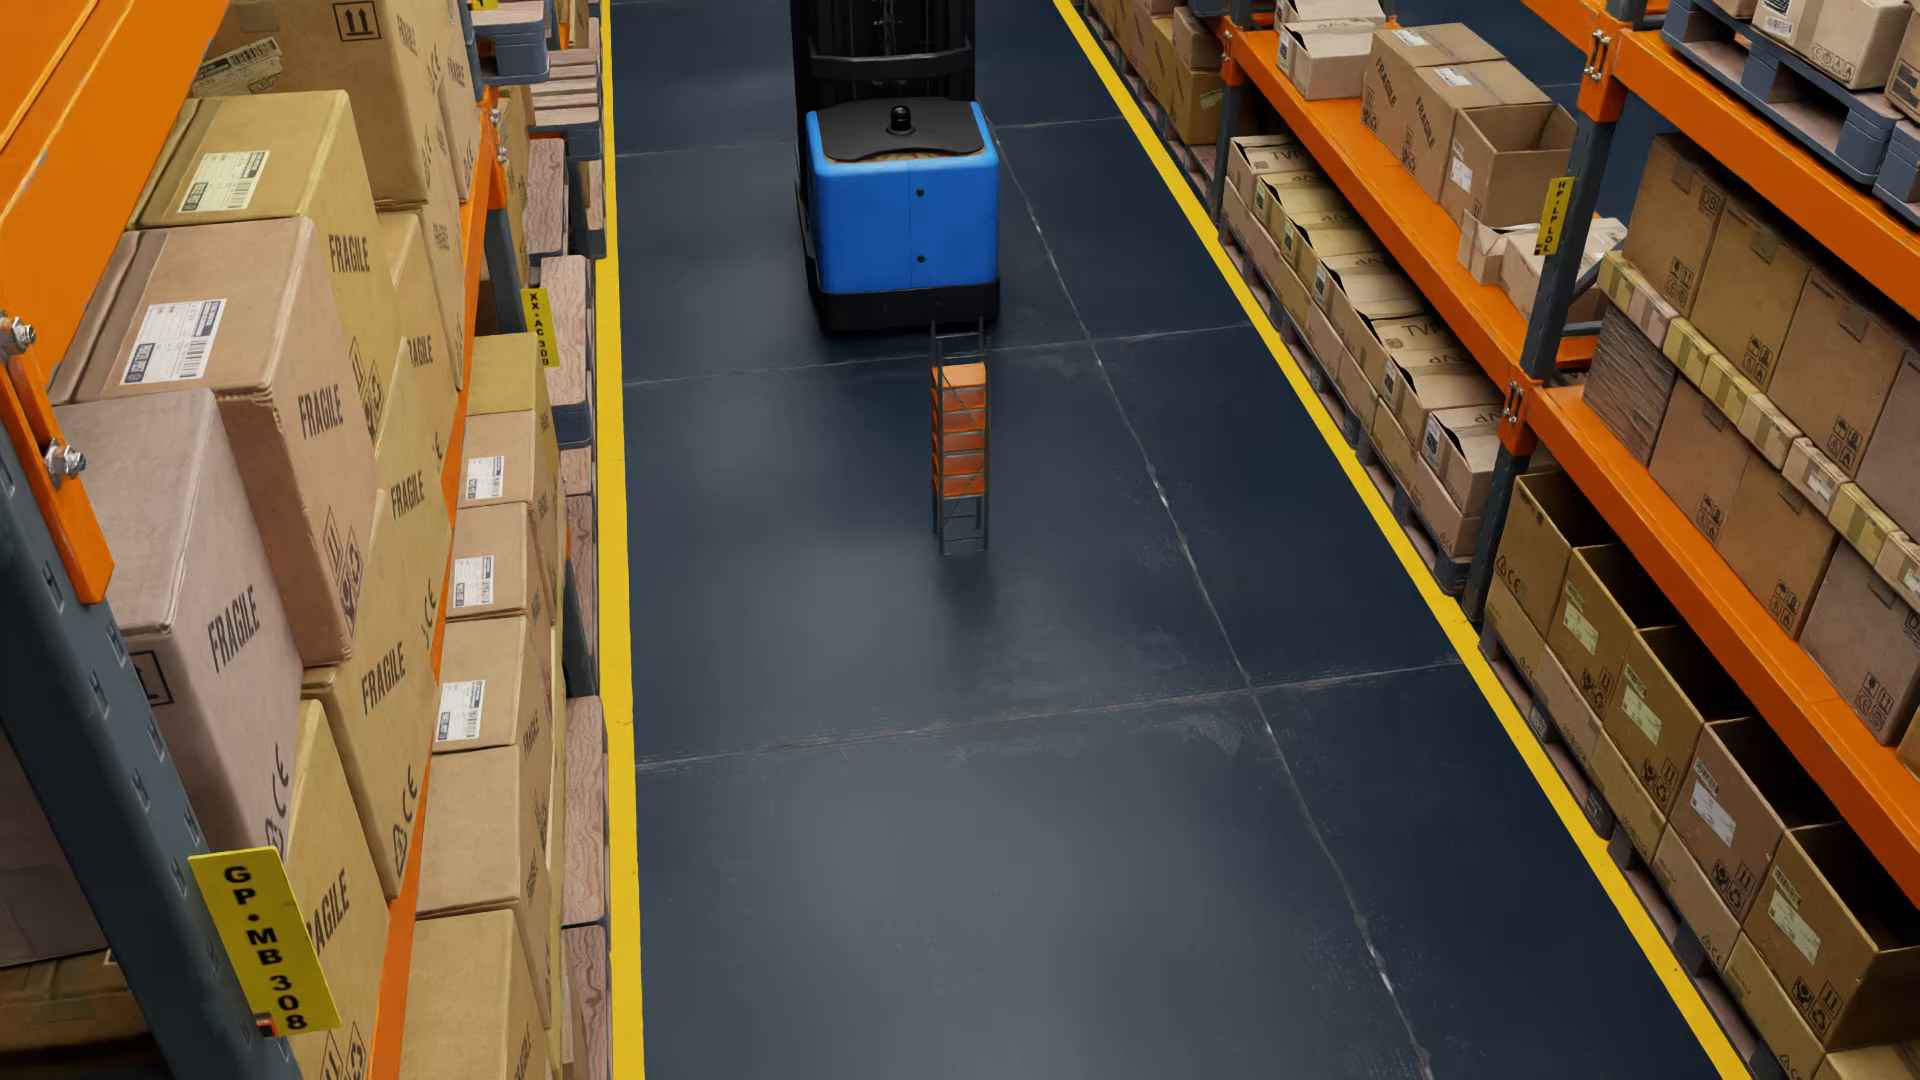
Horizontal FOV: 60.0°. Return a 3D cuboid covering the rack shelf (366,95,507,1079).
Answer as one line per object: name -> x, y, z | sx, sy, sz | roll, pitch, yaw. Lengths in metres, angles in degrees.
rack shelf -> -1.693, -0.046, 3.906 | 1.077, 0.370, 4.000 | -6, 38, -8

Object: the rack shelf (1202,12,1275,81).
rack shelf -> 1.781, -4.229, 11.734 | 1.077, 0.370, 4.000 | -6, 38, -8

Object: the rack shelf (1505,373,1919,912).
rack shelf -> 3.183, 0.603, 5.515 | 1.077, 0.370, 4.000 | -6, 38, -8

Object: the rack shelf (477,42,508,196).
rack shelf -> -2.394, -2.462, 7.016 | 1.077, 0.370, 4.000 | -6, 38, -8

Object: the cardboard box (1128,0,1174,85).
cardboard box -> 1.548, -3.660, 12.095 | 0.500, 0.500, 0.500 | -8, 38, -10

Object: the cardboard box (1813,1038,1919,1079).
cardboard box -> 3.049, 1.854, 5.217 | 0.500, 0.250, 0.500 | -6, 38, -8

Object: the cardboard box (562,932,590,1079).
cardboard box -> -1.555, 1.655, 5.253 | 0.700, 0.500, 0.500 | -9, 39, -11

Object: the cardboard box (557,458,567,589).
cardboard box -> -1.662, -0.049, 5.874 | 0.500, 0.250, 0.500 | -6, 38, -8

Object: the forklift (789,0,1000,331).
forklift -> -0.489, -3.260, 9.957 | 1.130, 2.935, 3.031 | -5, 38, -6

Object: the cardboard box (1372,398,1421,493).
cardboard box -> 2.387, -0.494, 8.239 | 0.500, 0.250, 0.500 | -7, 38, -9

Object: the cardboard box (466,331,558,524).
cardboard box -> -1.656, -0.346, 5.645 | 0.500, 0.500, 0.500 | -6, 38, -8

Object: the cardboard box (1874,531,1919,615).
cardboard box -> 3.005, 0.085, 4.986 | 0.380, 0.149, 0.250 | -7, 38, -9

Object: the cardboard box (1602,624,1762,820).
cardboard box -> 2.781, 0.653, 6.152 | 0.500, 0.500, 0.500 | -6, 38, -8

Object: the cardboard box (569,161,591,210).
cardboard box -> -2.745, -2.545, 10.391 | 0.750, 0.750, 0.750 | -7, 38, -9

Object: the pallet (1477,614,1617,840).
pallet -> 2.931, 0.697, 7.080 | 1.003, 0.211, 1.213 | -6, 38, -8

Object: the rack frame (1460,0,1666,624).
rack frame -> 2.833, -0.889, 6.849 | 1.000, 3.000, 0.127 | -6, 38, -8

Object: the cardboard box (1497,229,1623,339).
cardboard box -> 2.703, -1.122, 7.272 | 0.500, 0.250, 0.500 | -4, 38, -5

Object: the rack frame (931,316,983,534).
rack frame -> -0.013, -0.520, 7.842 | 0.240, 1.200, 0.006 | -6, 38, -8

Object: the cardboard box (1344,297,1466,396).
cardboard box -> 2.297, -1.019, 8.459 | 0.500, 0.311, 0.500 | -6, 38, -8

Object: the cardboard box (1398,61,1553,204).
cardboard box -> 2.534, -2.015, 8.217 | 0.500, 0.500, 0.500 | -6, 38, -8

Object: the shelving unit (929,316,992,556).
shelving unit -> 0.003, -0.465, 7.771 | 0.258, 1.200, 0.189 | -6, 38, -8

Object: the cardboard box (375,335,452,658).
cardboard box -> -1.309, -0.040, 3.213 | 0.500, 0.500, 0.500 | -5, 38, -6

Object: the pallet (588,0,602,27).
pallet -> -3.503, -4.552, 13.837 | 1.003, 0.211, 1.213 | -6, 38, -8

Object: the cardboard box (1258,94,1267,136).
cardboard box -> 2.235, -3.113, 11.390 | 0.500, 0.500, 0.500 | -8, 38, -10

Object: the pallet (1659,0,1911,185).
pallet -> 3.008, -1.526, 5.296 | 1.003, 0.211, 1.213 | -6, 38, -8

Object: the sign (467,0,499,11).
sign -> -1.511, -1.805, 5.162 | 0.100, 0.325, 0.005 | -6, 38, -8

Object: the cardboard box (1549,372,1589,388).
cardboard box -> 2.923, -0.769, 8.137 | 0.500, 0.311, 0.500 | -7, 38, -8

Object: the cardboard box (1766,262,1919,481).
cardboard box -> 3.093, -0.566, 5.294 | 0.700, 0.500, 0.500 | -6, 38, -8

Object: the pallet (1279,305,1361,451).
pallet -> 2.448, -0.967, 9.222 | 1.003, 0.211, 1.213 | -6, 38, -8

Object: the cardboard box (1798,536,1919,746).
cardboard box -> 3.190, 0.270, 5.276 | 0.700, 0.500, 0.500 | -5, 38, -7

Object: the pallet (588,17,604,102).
pallet -> -3.237, -3.627, 12.646 | 1.003, 0.211, 1.213 | -6, 38, -8

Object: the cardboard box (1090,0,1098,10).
cardboard box -> 1.275, -4.589, 13.291 | 0.500, 0.500, 0.500 | -8, 39, -10

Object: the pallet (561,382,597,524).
pallet -> -2.399, -0.461, 8.571 | 1.003, 0.211, 1.213 | -6, 38, -8

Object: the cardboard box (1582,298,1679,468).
cardboard box -> 2.917, -0.661, 6.474 | 0.700, 0.500, 0.500 | -7, 38, -9

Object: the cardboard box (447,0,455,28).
cardboard box -> -1.689, -1.707, 4.544 | 0.500, 0.500, 0.500 | -9, 39, -12

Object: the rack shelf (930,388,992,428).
rack shelf -> 0.003, -0.620, 7.651 | 0.258, 0.103, 0.180 | -6, 38, -8

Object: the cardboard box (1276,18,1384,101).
cardboard box -> 2.097, -2.708, 9.264 | 0.500, 0.311, 0.500 | -7, 38, -8

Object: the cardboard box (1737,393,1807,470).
cardboard box -> 2.869, -0.384, 5.589 | 0.380, 0.149, 0.250 | -7, 38, -9

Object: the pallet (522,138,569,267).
pallet -> -2.358, -1.503, 7.795 | 1.003, 0.211, 1.213 | -6, 38, -8

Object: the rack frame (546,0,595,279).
rack frame -> -2.745, -2.770, 9.270 | 1.000, 3.000, 0.127 | -6, 38, -8

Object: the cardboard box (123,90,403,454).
cardboard box -> -1.310, -0.440, 2.913 | 0.500, 0.500, 0.500 | -5, 38, -7

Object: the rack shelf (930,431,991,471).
rack shelf -> 0.003, -0.430, 7.798 | 0.258, 0.103, 0.180 | -6, 38, -8

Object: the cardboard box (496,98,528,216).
cardboard box -> -2.337, -1.611, 7.338 | 0.700, 0.500, 0.500 | -1, 38, -2

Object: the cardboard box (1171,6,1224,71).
cardboard box -> 1.722, -3.361, 11.098 | 0.500, 0.250, 0.500 | -5, 38, -6

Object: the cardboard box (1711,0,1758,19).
cardboard box -> 2.661, -2.001, 5.298 | 0.500, 0.500, 0.500 | -3, 38, -4

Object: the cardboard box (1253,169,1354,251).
cardboard box -> 2.034, -1.942, 9.646 | 0.500, 0.311, 0.500 | -7, 38, -9

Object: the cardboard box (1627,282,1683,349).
cardboard box -> 2.733, -0.850, 6.188 | 0.380, 0.149, 0.250 | -6, 38, -7

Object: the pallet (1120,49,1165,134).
pallet -> 1.827, -3.394, 12.346 | 1.003, 0.211, 1.213 | -6, 38, -8

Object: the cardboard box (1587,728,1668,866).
cardboard box -> 2.781, 0.949, 6.382 | 0.500, 0.250, 0.500 | -6, 38, -8

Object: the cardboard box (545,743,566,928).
cardboard box -> -1.390, 0.859, 4.705 | 0.500, 0.250, 0.500 | -6, 38, -8

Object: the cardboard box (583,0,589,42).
cardboard box -> -3.204, -4.124, 12.423 | 0.750, 0.750, 0.750 | -6, 38, -7

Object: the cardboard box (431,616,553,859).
cardboard box -> -1.394, 0.574, 4.461 | 0.500, 0.500, 0.500 | -5, 38, -7

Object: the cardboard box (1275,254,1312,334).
cardboard box -> 2.120, -1.420, 9.432 | 0.500, 0.250, 0.500 | -7, 38, -9

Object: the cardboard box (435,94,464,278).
cardboard box -> -1.636, -1.000, 4.450 | 0.500, 0.500, 0.500 | -9, 39, -12
